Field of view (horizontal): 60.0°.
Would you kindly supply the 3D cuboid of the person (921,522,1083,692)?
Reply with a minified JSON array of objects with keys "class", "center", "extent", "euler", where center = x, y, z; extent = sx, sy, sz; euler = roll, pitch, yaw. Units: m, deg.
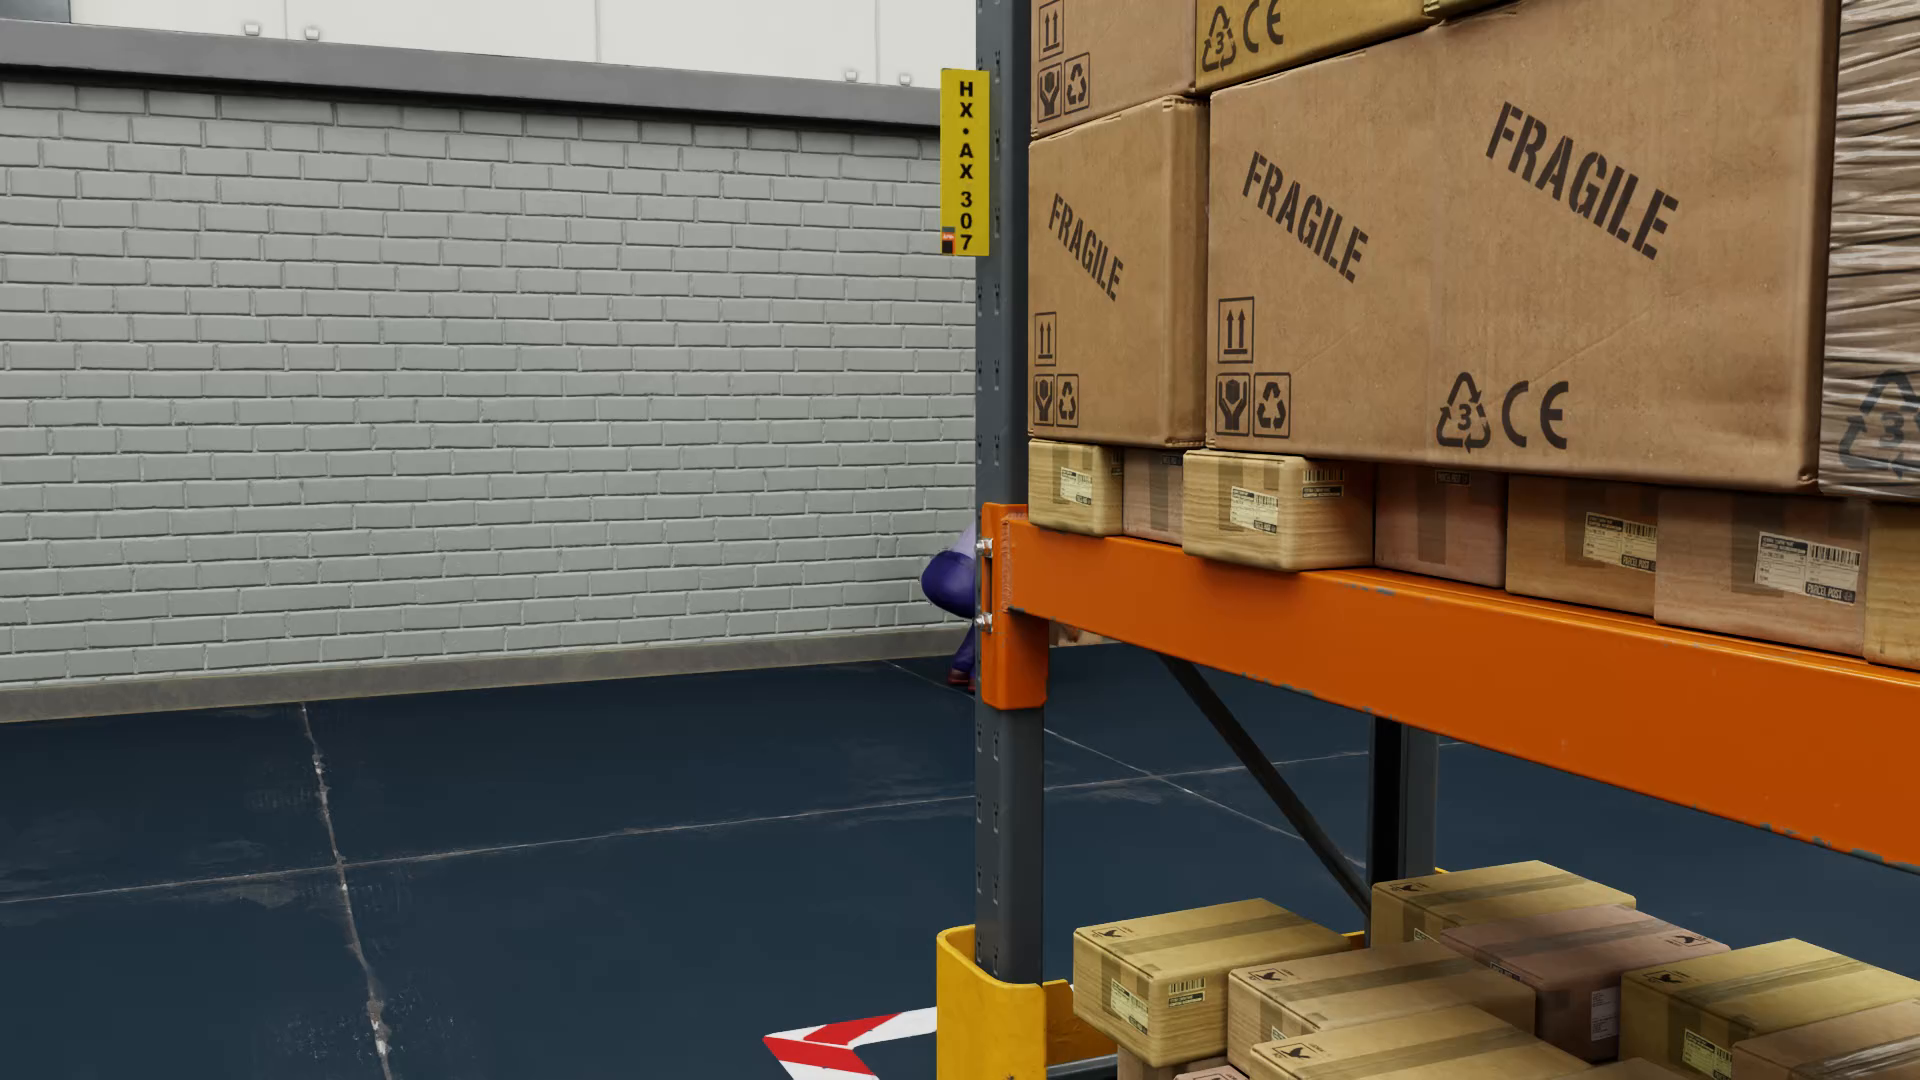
[{"class":"person","center":[0.196,0.232,8.416],"extent":[0.795,1.033,0.531],"euler":[-2,6,-24]}]
